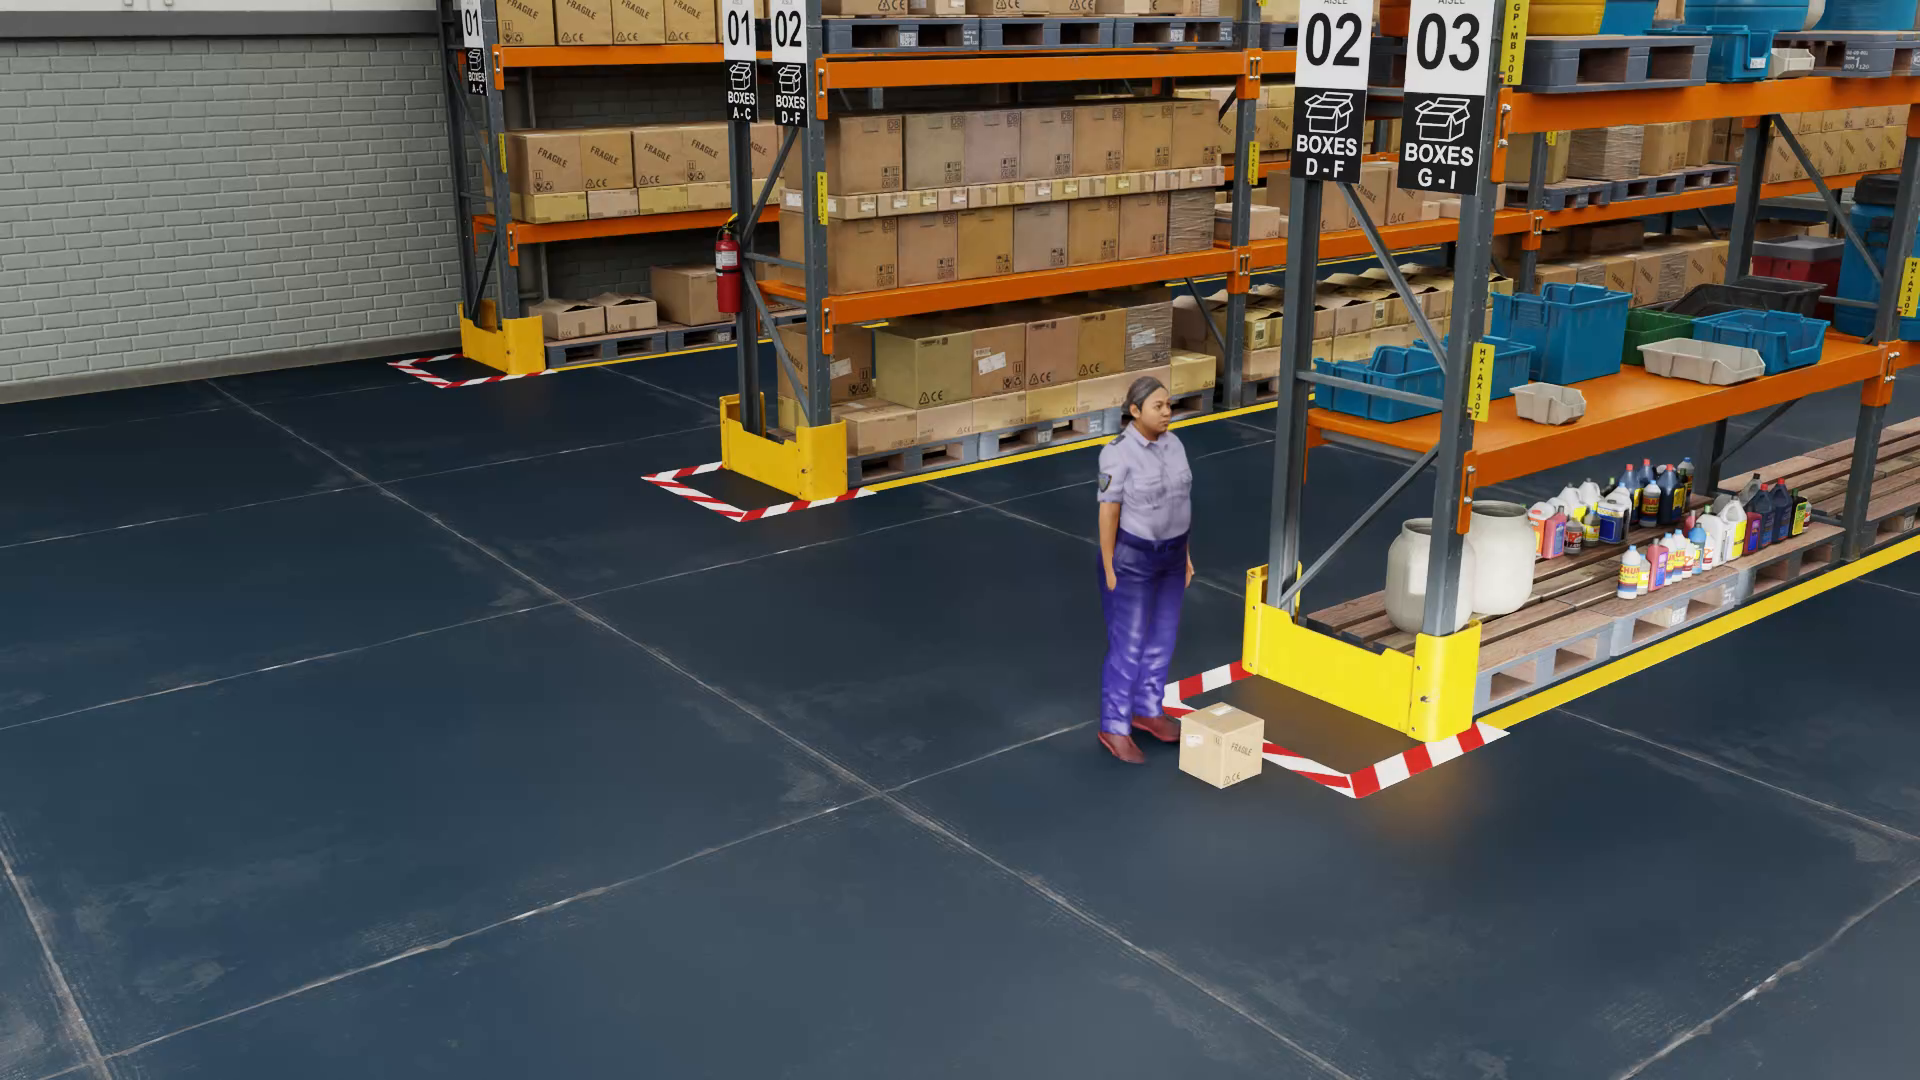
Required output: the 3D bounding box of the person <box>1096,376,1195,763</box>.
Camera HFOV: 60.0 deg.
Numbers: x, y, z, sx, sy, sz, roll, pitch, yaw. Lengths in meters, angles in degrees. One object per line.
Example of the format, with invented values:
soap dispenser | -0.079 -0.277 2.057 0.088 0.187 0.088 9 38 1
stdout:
person | 0.825 0.130 7.247 0.478 1.670 0.379 -15 23 -38
